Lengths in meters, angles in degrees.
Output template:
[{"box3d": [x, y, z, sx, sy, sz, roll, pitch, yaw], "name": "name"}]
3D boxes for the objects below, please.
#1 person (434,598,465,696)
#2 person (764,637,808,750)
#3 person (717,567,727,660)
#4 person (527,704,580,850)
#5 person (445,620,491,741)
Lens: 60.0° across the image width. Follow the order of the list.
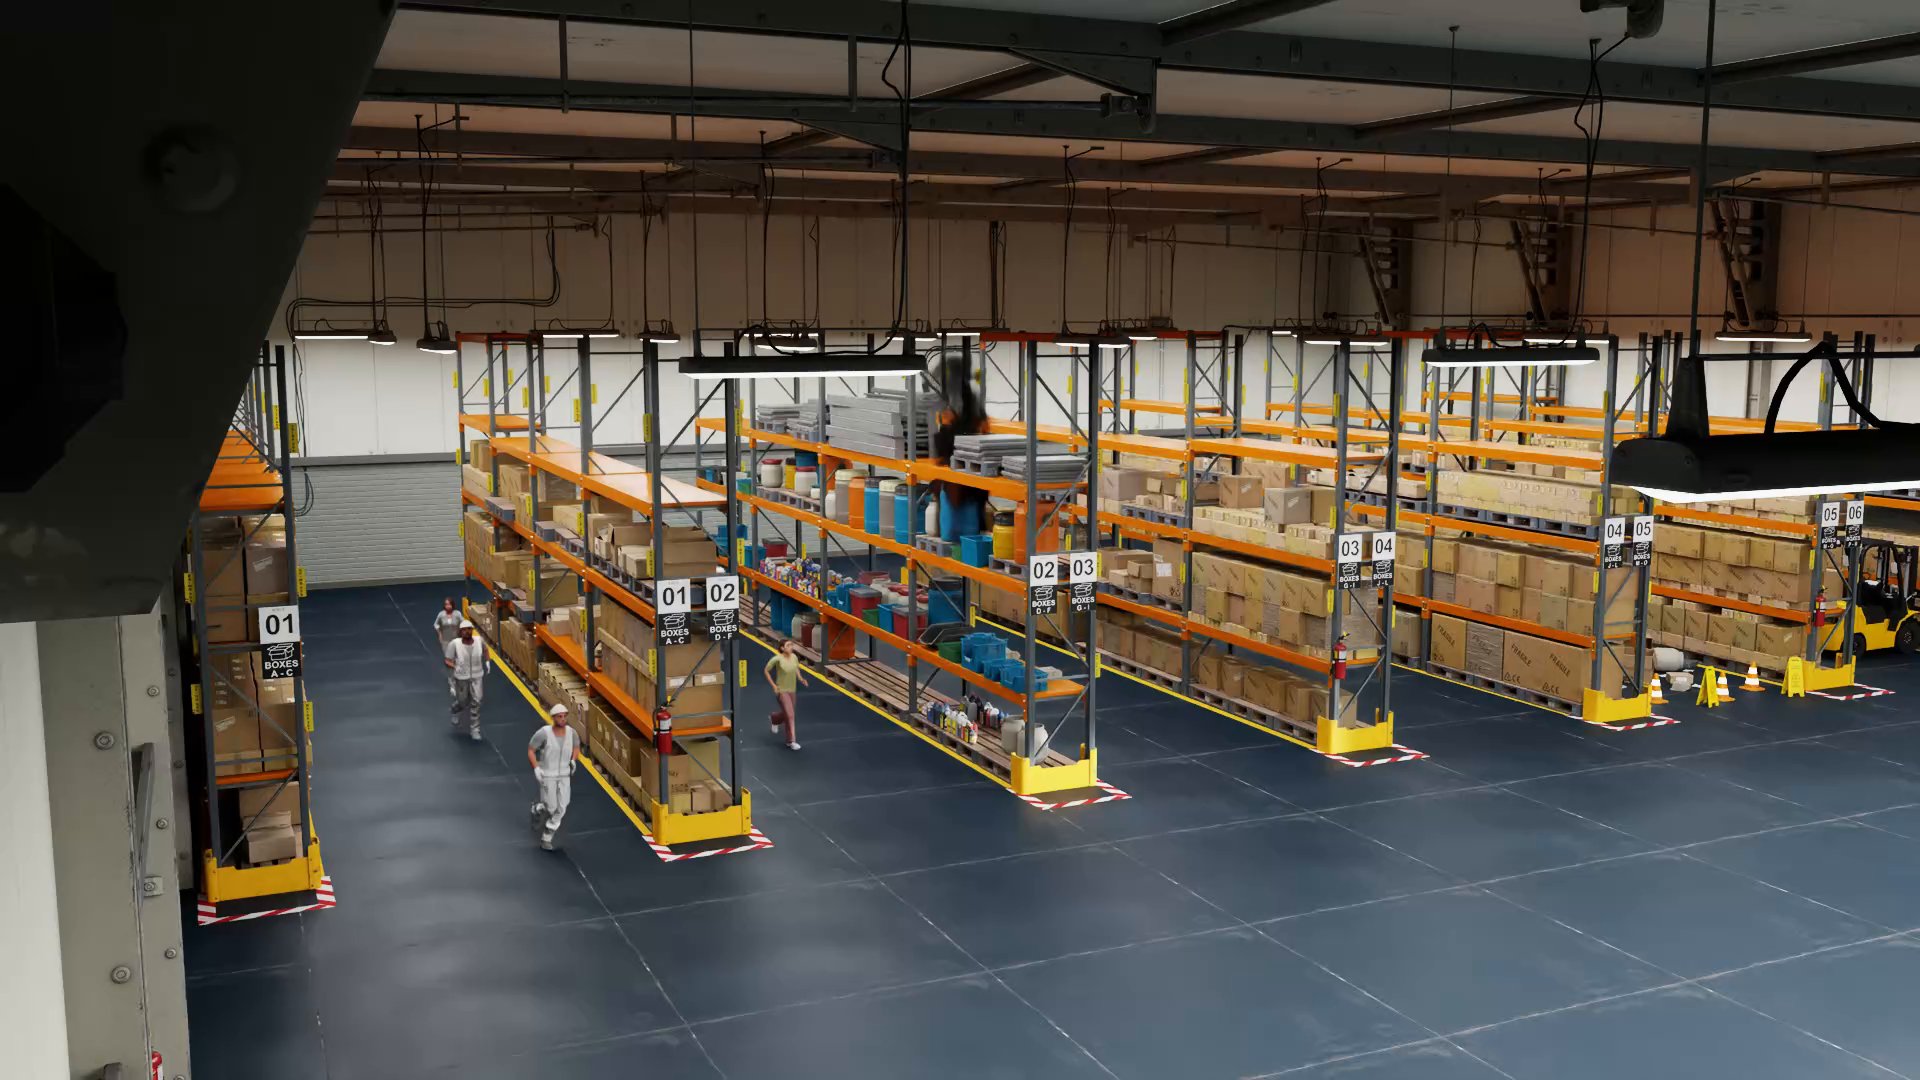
[{"box3d": [-8.587, 1.759, 28.103, 0.525, 1.611, 0.820, -3, 8, -22], "name": "person"}, {"box3d": [-2.630, 2.229, 24.558, 0.564, 1.644, 0.813, -7, 10, -42], "name": "person"}, {"box3d": [-4.377, 1.362, 30.510, 0.646, 1.740, 0.584, -2, 8, -14], "name": "person"}, {"box3d": [-4.852, 2.810, 19.969, 0.645, 1.731, 0.621, -6, 10, -37], "name": "person"}, {"box3d": [-7.429, 2.081, 25.129, 0.691, 1.782, 0.930, -4, 9, -29], "name": "person"}]
